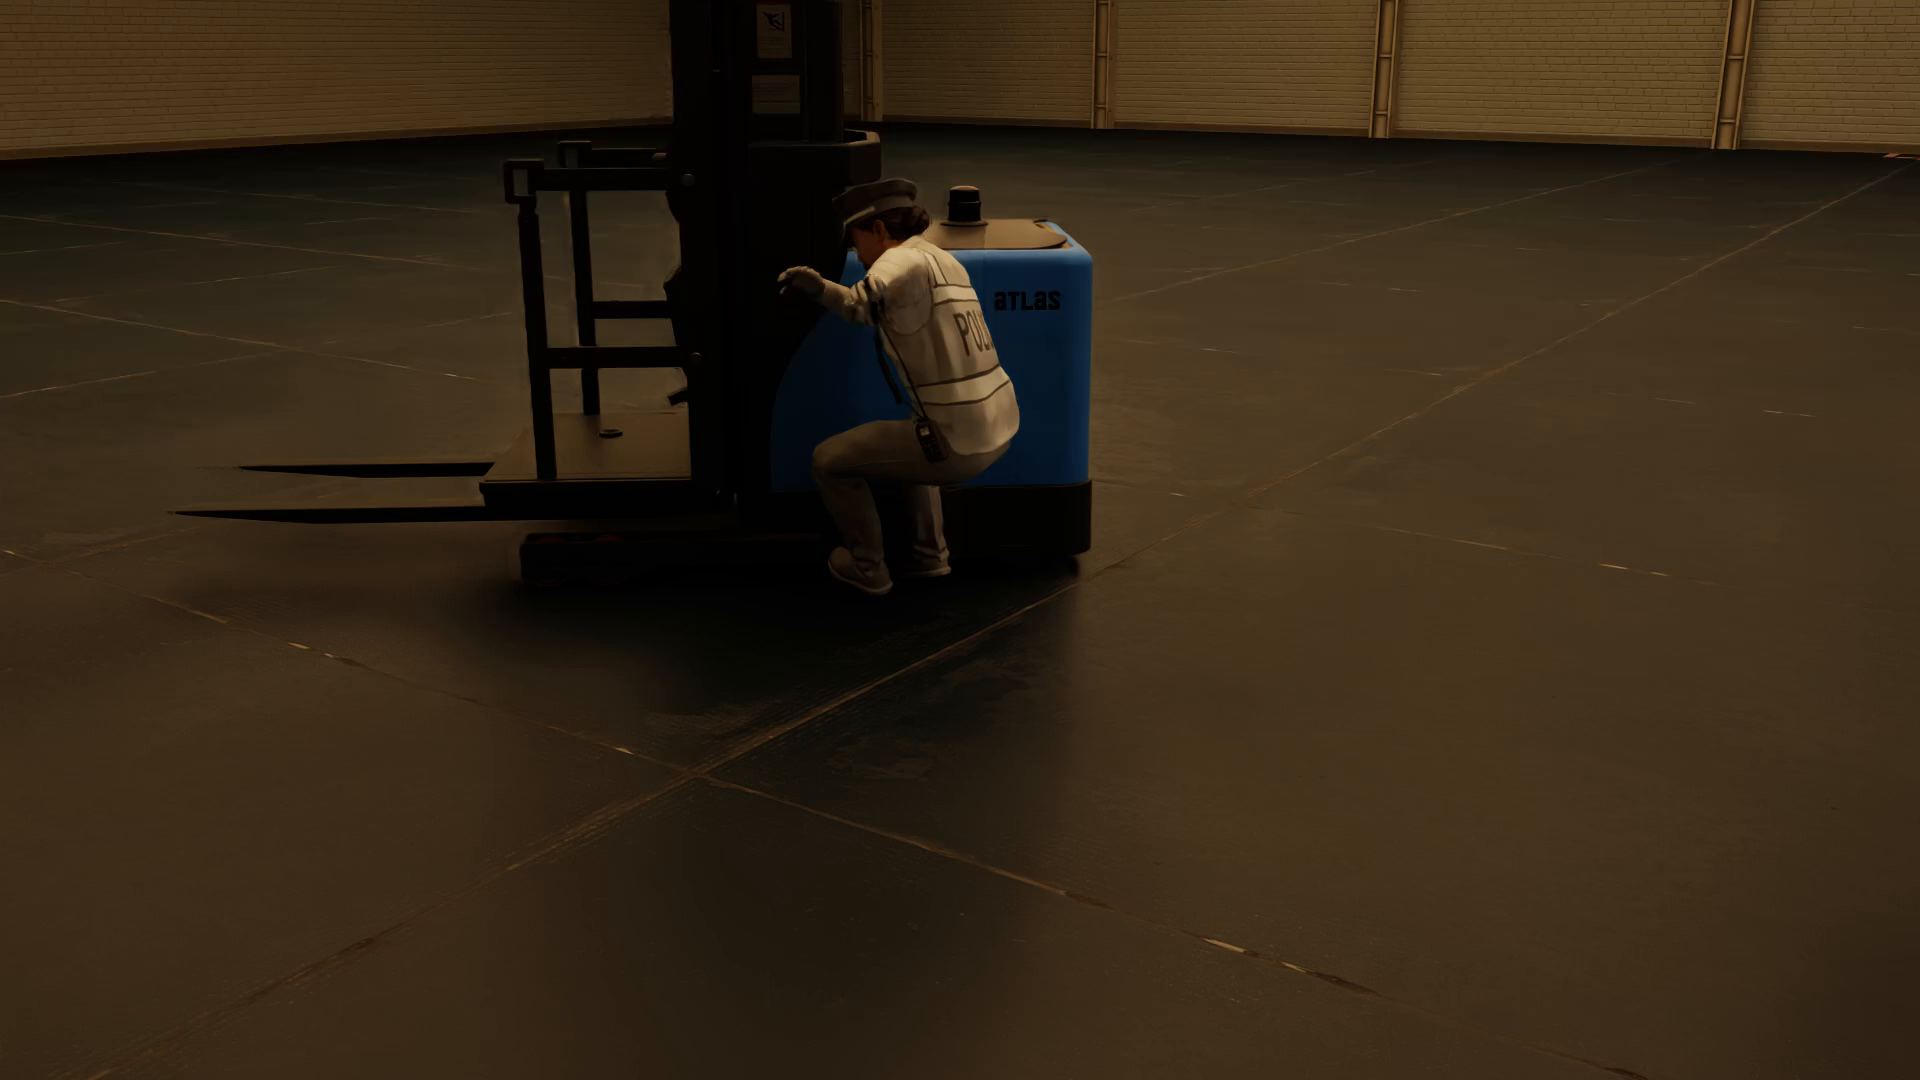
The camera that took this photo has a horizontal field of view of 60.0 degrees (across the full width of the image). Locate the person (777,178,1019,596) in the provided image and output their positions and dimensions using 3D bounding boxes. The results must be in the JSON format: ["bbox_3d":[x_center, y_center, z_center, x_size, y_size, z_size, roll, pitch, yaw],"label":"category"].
[{"bbox_3d":[-0.216,-0.344,4.811,0.687,1.360,1.308,7,18,22],"label":"person"}]

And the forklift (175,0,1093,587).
[{"bbox_3d":[-1.099,-1.406,5.536,3.031,2.935,1.130,-1,17,-4],"label":"forklift"}]
